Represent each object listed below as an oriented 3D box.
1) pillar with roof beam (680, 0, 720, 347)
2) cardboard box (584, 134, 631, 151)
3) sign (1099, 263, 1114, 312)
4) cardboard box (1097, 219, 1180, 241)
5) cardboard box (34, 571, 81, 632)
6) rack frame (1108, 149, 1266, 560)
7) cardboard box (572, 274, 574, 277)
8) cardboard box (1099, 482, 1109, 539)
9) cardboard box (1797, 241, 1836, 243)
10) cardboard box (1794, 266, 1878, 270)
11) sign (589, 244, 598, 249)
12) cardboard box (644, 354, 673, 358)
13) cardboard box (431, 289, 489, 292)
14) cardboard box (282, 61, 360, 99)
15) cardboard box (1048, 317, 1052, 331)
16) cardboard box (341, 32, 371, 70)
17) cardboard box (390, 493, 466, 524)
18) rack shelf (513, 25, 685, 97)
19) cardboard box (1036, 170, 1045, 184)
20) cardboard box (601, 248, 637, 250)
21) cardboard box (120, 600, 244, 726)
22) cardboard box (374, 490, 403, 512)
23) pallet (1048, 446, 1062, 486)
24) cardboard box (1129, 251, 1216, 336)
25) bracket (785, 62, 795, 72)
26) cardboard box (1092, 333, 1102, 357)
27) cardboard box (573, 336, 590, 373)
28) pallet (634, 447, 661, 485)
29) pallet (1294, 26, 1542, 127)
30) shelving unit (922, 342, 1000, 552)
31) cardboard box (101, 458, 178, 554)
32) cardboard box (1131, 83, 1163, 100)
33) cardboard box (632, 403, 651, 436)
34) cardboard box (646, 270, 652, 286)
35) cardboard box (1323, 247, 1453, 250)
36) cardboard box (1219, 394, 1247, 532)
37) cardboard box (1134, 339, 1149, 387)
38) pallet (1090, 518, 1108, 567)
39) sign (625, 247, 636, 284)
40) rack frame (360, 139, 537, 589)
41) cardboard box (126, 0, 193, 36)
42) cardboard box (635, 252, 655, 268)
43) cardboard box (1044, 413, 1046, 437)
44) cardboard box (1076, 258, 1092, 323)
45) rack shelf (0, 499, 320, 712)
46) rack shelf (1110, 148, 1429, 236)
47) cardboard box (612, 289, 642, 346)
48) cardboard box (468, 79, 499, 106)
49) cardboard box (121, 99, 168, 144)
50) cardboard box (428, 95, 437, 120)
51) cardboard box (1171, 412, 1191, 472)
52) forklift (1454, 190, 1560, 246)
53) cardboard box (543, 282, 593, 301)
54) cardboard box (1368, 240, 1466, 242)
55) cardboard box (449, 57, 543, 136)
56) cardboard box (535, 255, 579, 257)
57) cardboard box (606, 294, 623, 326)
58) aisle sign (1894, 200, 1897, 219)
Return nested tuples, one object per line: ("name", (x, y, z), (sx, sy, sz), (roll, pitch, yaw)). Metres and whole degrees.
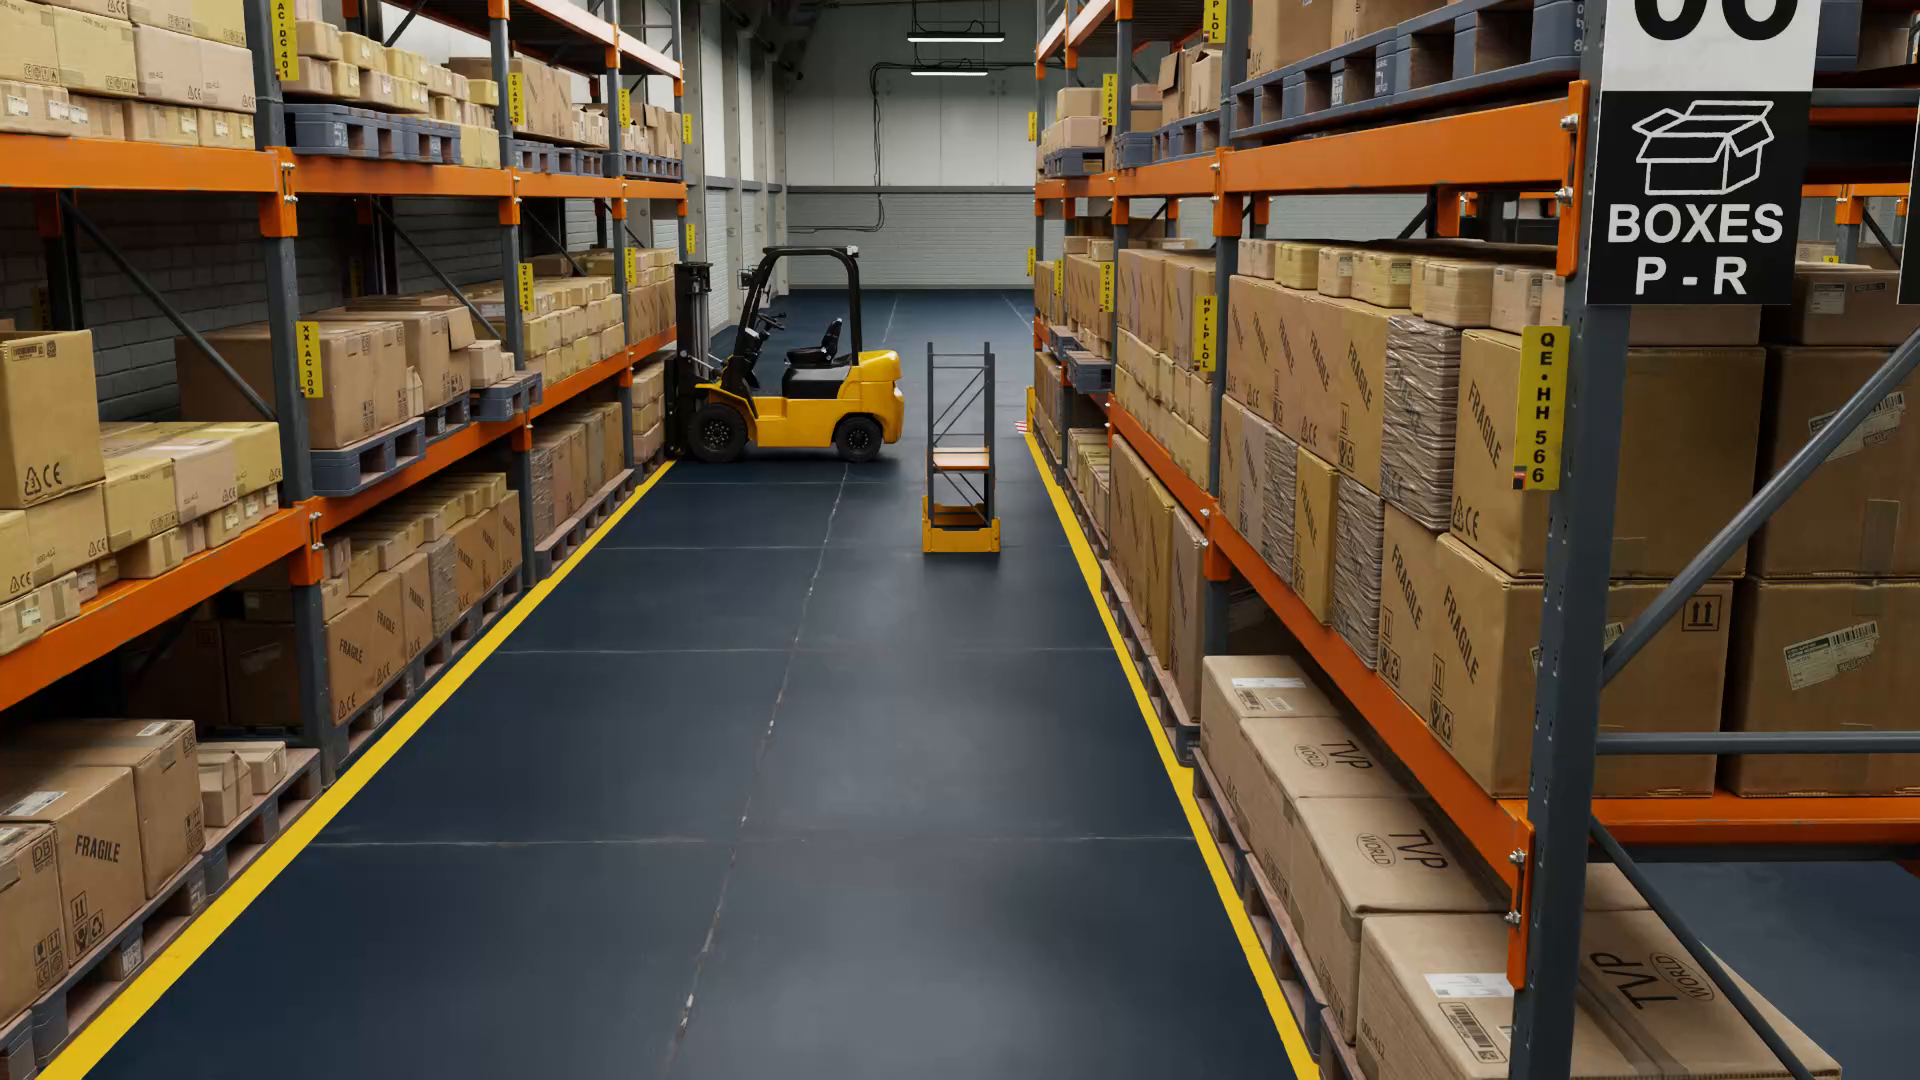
("pillar with roof beam", (-0.429, -7.936, 29.543), (9.100, 9.000, 0.548), (0, 11, -1))
("cardboard box", (-3.222, -3.632, 15.197), (0.380, 0.149, 0.250), (0, 11, 0))
("sign", (0.987, -1.690, 11.133), (0.100, 0.325, 0.005), (0, 11, -1))
("cardboard box", (1.654, -2.734, 15.477), (0.700, 0.500, 0.500), (0, 11, -2))
("cardboard box", (-3.003, 0.194, 5.192), (0.380, 0.149, 0.250), (0, 11, 0))
("rack frame", (1.529, -1.166, 11.261), (1.000, 3.000, 0.127), (0, 11, -1))
("cardboard box", (-3.820, -2.419, 15.556), (0.380, 0.149, 0.250), (-1, 11, -3))
("cardboard box", (1.527, -0.196, 12.034), (0.950, 0.372, 0.625), (-1, 12, -5))
("cardboard box", (6.452, -2.037, 12.789), (0.700, 0.500, 0.500), (0, 11, -2))
("cardboard box", (1.887, -0.556, 3.857), (0.380, 0.149, 0.250), (0, 11, 0))
("sign", (-4.154, -3.197, 18.896), (0.100, 0.325, 0.005), (0, 11, -1))
("cardboard box", (-3.261, -1.891, 18.182), (0.500, 0.250, 0.500), (0, 11, 0))
("cardboard box", (-3.795, -1.829, 12.646), (0.380, 0.149, 0.250), (0, 11, -2))
("cardboard box", (-2.930, -2.064, 7.468), (0.380, 0.149, 0.250), (0, 11, -1))
("cardboard box", (1.094, -2.204, 17.012), (0.380, 0.149, 0.250), (0, 11, -1))
("cardboard box", (-2.958, -2.262, 7.694), (0.380, 0.149, 0.250), (0, 11, -2))
("cardboard box", (-3.212, -0.187, 10.035), (0.380, 0.149, 0.250), (0, 11, 1))
("rack shelf", (-3.558, -4.729, 16.550), (1.077, 0.370, 4.000), (0, 11, -1))
("cardboard box", (1.046, -4.036, 18.495), (0.380, 0.149, 0.250), (0, 11, -1))
("cardboard box", (-3.805, -3.180, 18.558), (0.380, 0.149, 0.250), (0, 11, -2))
("cardboard box", (-3.657, 0.573, 7.919), (0.500, 0.500, 0.500), (0, 11, -1))
("cardboard box", (-3.670, -0.236, 10.279), (0.380, 0.149, 0.250), (0, 11, 0))
("pallet", (1.397, -0.728, 16.115), (1.003, 0.211, 1.213), (0, 11, -1))
("cardboard box", (1.315, -1.507, 10.178), (0.500, 0.500, 0.500), (0, 11, -1))
("bracket", (-4.742, -13.179, 46.336), (0.235, 0.232, 0.430), (0, 11, -1))
("cardboard box", (1.159, -1.416, 12.068), (0.380, 0.149, 0.250), (0, 11, -2))
("cardboard box", (-3.230, -1.466, 13.117), (0.500, 0.250, 0.500), (0, 11, 1))
("pallet", (-3.491, -0.731, 16.133), (1.003, 0.211, 1.213), (0, 11, -1))
("pallet", (1.640, -1.393, 5.058), (1.003, 0.211, 1.213), (0, 11, -1))
("shelving unit", (-0.002, -0.750, 12.985), (0.587, 1.500, 1.083), (0, 11, -1))
("cardboard box", (-3.074, -0.123, 5.749), (0.500, 0.250, 0.500), (0, 11, -2))
("cardboard box", (1.629, -3.491, 13.241), (0.500, 0.250, 0.500), (0, 11, 0))
("cardboard box", (-3.218, -1.140, 15.738), (0.500, 0.250, 0.500), (0, 11, -1))
("cardboard box", (-3.235, -2.576, 16.328), (0.380, 0.149, 0.250), (0, 11, -2))
("cardboard box", (1.435, -0.910, 5.603), (0.380, 0.149, 0.250), (0, 11, -1))
("cardboard box", (1.360, -0.325, 6.867), (0.500, 0.500, 0.500), (0, 11, 1))
("cardboard box", (1.300, -1.034, 9.730), (0.500, 0.250, 0.500), (0, 11, -1))
("pallet", (1.514, 0.046, 12.304), (1.003, 0.211, 1.213), (0, 11, -1))
("sign", (-2.974, -2.473, 14.989), (0.100, 0.325, 0.005), (0, 11, -1))
("rack frame", (-3.434, -1.145, 11.157), (1.000, 3.000, 0.127), (0, 11, -1))
("cardboard box", (-3.080, -1.937, 5.888), (0.500, 0.250, 0.500), (0, 11, -2))
("cardboard box", (-3.343, -2.872, 17.042), (0.380, 0.149, 0.250), (0, 11, 0))
("cardboard box", (1.131, -1.243, 17.500), (0.500, 0.250, 0.500), (1, 11, 3))
("cardboard box", (1.198, -1.967, 13.155), (0.500, 0.500, 0.500), (-1, 11, -3))
("rack shelf", (-3.310, 0.401, 5.349), (1.077, 0.370, 4.000), (0, 11, -1))
("rack shelf", (1.570, -1.886, 9.075), (1.077, 0.370, 4.000), (0, 11, -1))
("cardboard box", (-3.264, -2.078, 15.506), (0.500, 0.500, 0.500), (-1, 11, -3))
("cardboard box", (-3.131, -2.815, 10.473), (0.380, 0.149, 0.250), (0, 11, 1))
("cardboard box", (-3.049, -1.475, 5.874), (0.380, 0.149, 0.250), (0, 11, -1))
("cardboard box", (-3.216, -2.464, 9.491), (0.380, 0.149, 0.250), (0, 11, -1))
("cardboard box", (1.341, -0.486, 8.290), (0.500, 0.250, 0.500), (0, 11, -2))
("forklift", (3.859, -1.184, 11.522), (1.130, 2.935, 3.031), (1, 11, 4))
("cardboard box", (-3.231, -2.035, 13.665), (0.380, 0.149, 0.250), (-1, 11, -3))
("cardboard box", (1.833, -1.115, 6.612), (0.380, 0.149, 0.250), (0, 11, 0))
("cardboard box", (-3.205, -3.063, 11.512), (0.500, 0.500, 0.500), (0, 11, -1))
("cardboard box", (-3.875, -2.667, 16.028), (0.380, 0.149, 0.250), (0, 11, -2))
("cardboard box", (-3.250, -2.015, 14.565), (0.500, 0.250, 0.500), (0, 11, -2))
("aisle sign", (10.970, -4.082, 19.096), (0.394, 0.787, 0.004), (0, 11, -1))
